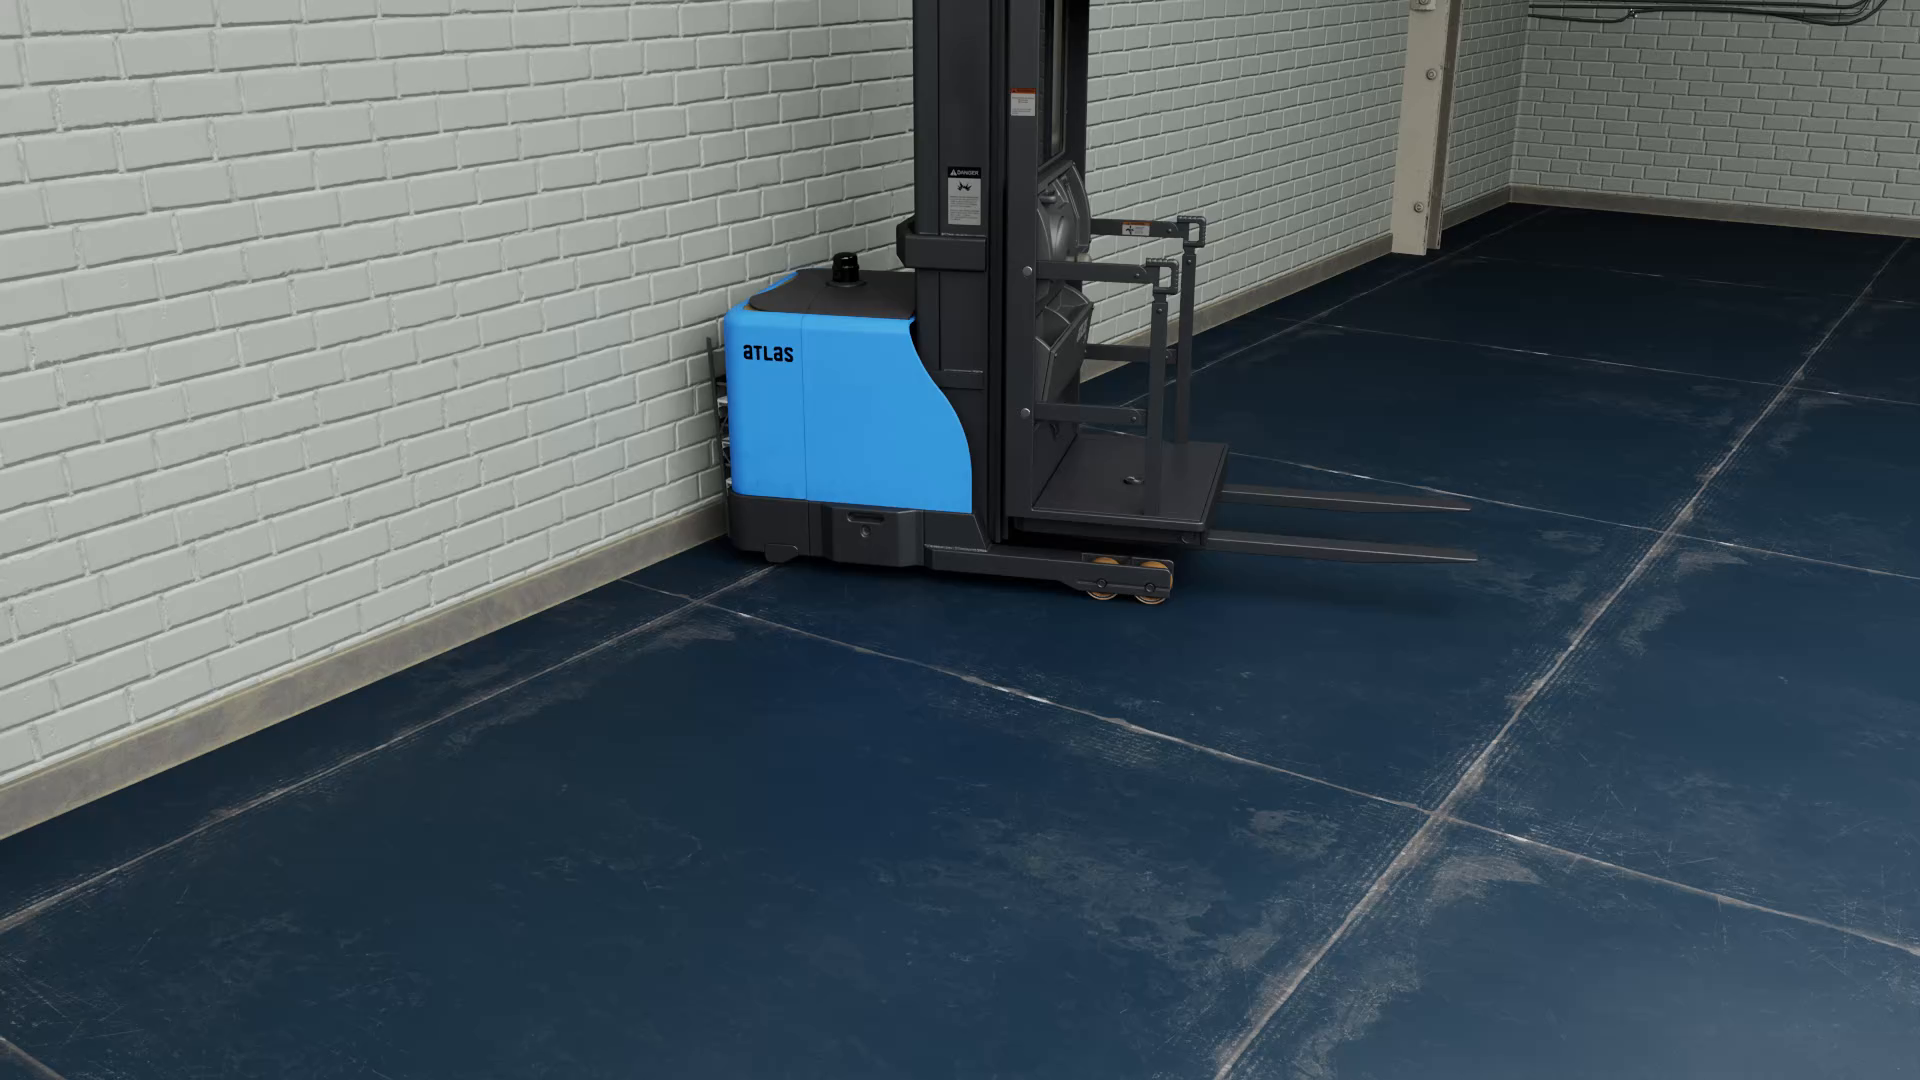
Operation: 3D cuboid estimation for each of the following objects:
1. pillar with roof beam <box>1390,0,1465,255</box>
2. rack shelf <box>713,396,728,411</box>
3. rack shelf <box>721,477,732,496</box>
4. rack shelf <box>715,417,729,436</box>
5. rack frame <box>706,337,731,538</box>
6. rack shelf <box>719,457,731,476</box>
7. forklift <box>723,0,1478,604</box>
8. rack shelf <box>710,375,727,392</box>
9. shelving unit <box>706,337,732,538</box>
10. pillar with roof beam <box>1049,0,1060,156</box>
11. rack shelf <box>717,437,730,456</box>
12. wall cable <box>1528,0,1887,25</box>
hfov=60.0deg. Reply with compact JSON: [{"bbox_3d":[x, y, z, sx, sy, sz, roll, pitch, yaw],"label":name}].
[{"bbox_3d":[7.314,-5.781,9.923,9.100,9.000,0.400,13,24,32],"label":"pillar with roof beam"},{"bbox_3d":[-0.896,-0.581,7.131,0.258,0.077,0.200,10,22,35],"label":"rack shelf"},{"bbox_3d":[-0.875,-0.239,7.242,0.258,0.077,0.200,10,22,35],"label":"rack shelf"},{"bbox_3d":[-0.891,-0.495,7.158,0.258,0.077,0.200,10,22,35],"label":"rack shelf"},{"bbox_3d":[-0.948,-0.413,7.099,0.240,0.900,0.006,10,22,35],"label":"rack frame"},{"bbox_3d":[-0.881,-0.325,7.214,0.258,0.077,0.200,10,22,35],"label":"rack shelf"},{"bbox_3d":[0.606,-1.324,6.618,3.031,2.935,1.130,5,21,13],"label":"forklift"},{"bbox_3d":[-0.901,-0.666,7.103,0.258,0.077,0.200,10,22,35],"label":"rack shelf"},{"bbox_3d":[-0.888,-0.442,7.176,0.258,0.900,0.210,10,22,35],"label":"shelving unit"},{"bbox_3d":[3.941,-4.060,5.269,9.100,9.000,0.400,13,24,32],"label":"pillar with roof beam"},{"bbox_3d":[-0.886,-0.410,7.186,0.258,0.077,0.200,10,22,35],"label":"rack shelf"},{"bbox_3d":[6.503,-5.752,14.319,3.097,2.526,0.112,13,24,32],"label":"wall cable"}]
